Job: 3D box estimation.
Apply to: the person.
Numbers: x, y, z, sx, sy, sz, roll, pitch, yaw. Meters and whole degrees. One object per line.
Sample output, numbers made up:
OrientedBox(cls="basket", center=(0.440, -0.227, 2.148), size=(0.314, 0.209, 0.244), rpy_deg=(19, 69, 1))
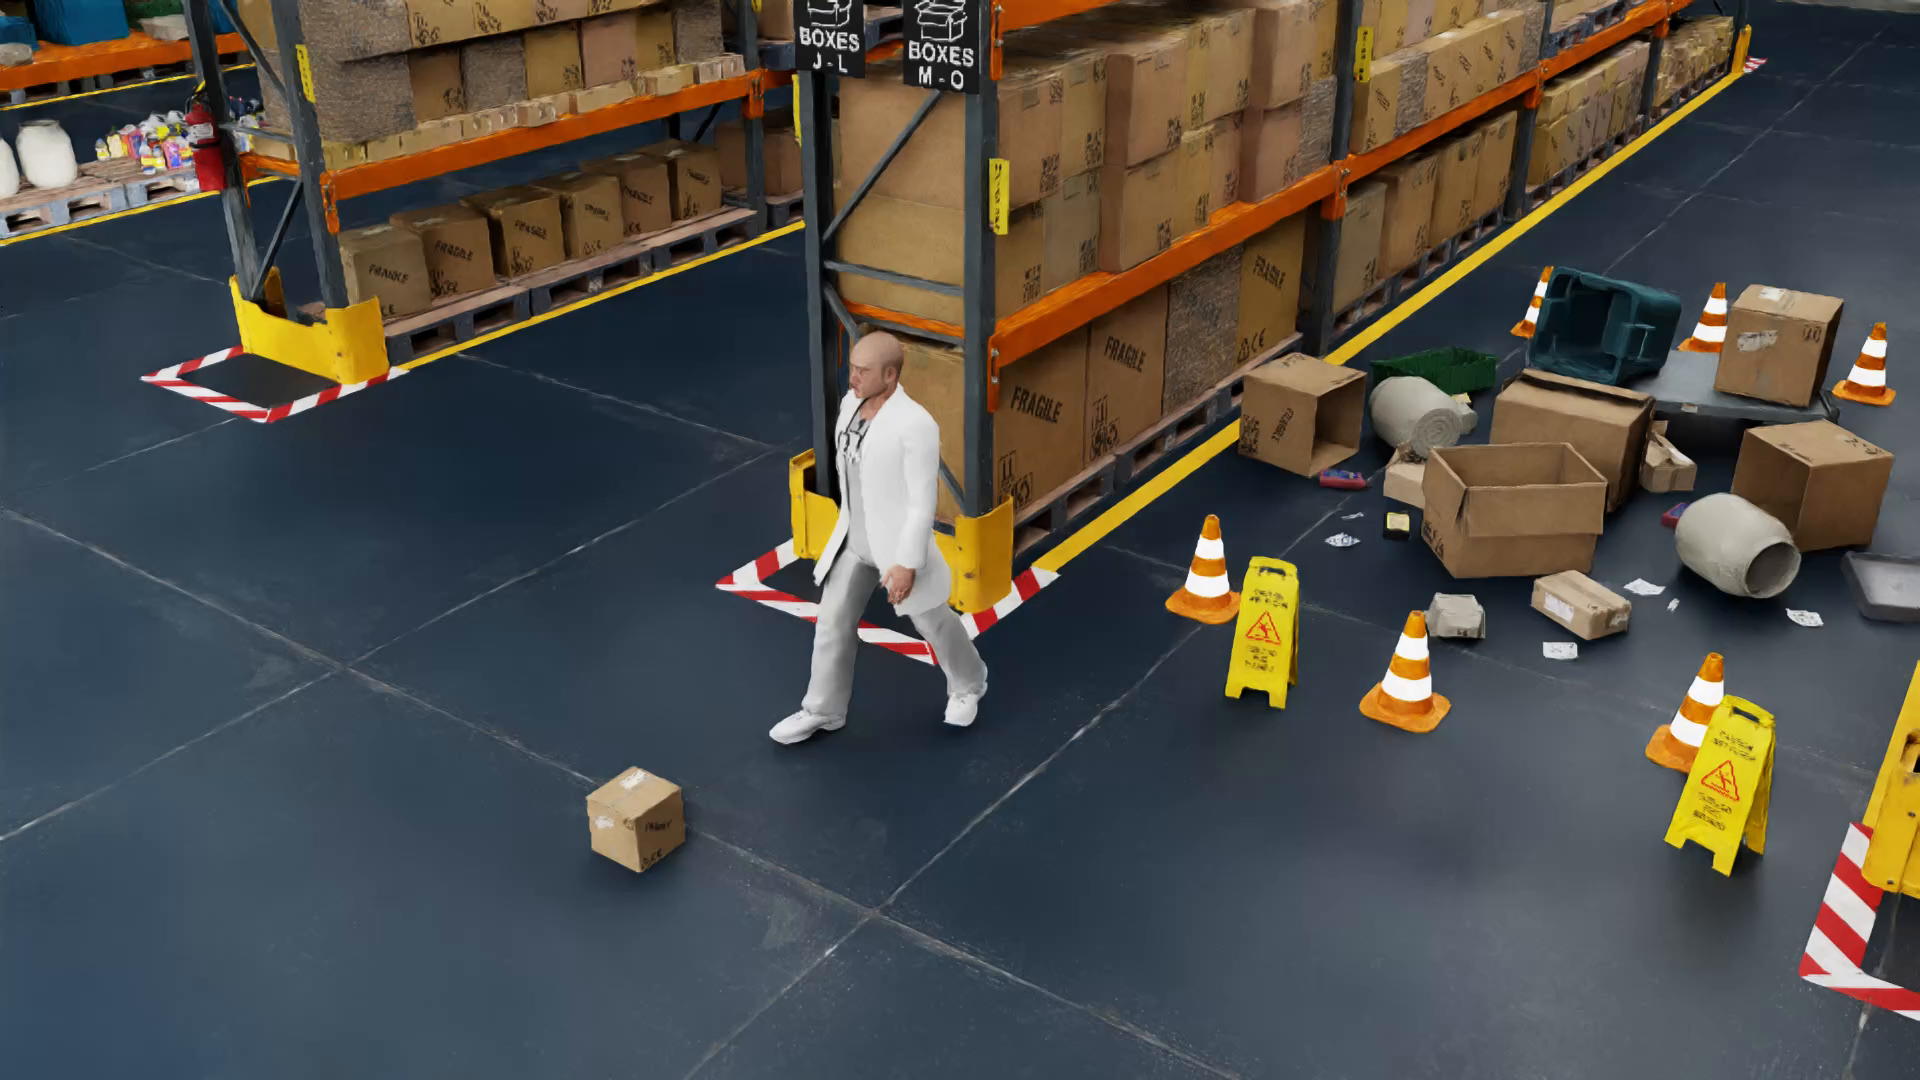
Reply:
OrientedBox(cls="person", center=(-0.295, 0.003, 6.627), size=(0.585, 1.759, 0.927), rpy_deg=(24, 35, 39))
